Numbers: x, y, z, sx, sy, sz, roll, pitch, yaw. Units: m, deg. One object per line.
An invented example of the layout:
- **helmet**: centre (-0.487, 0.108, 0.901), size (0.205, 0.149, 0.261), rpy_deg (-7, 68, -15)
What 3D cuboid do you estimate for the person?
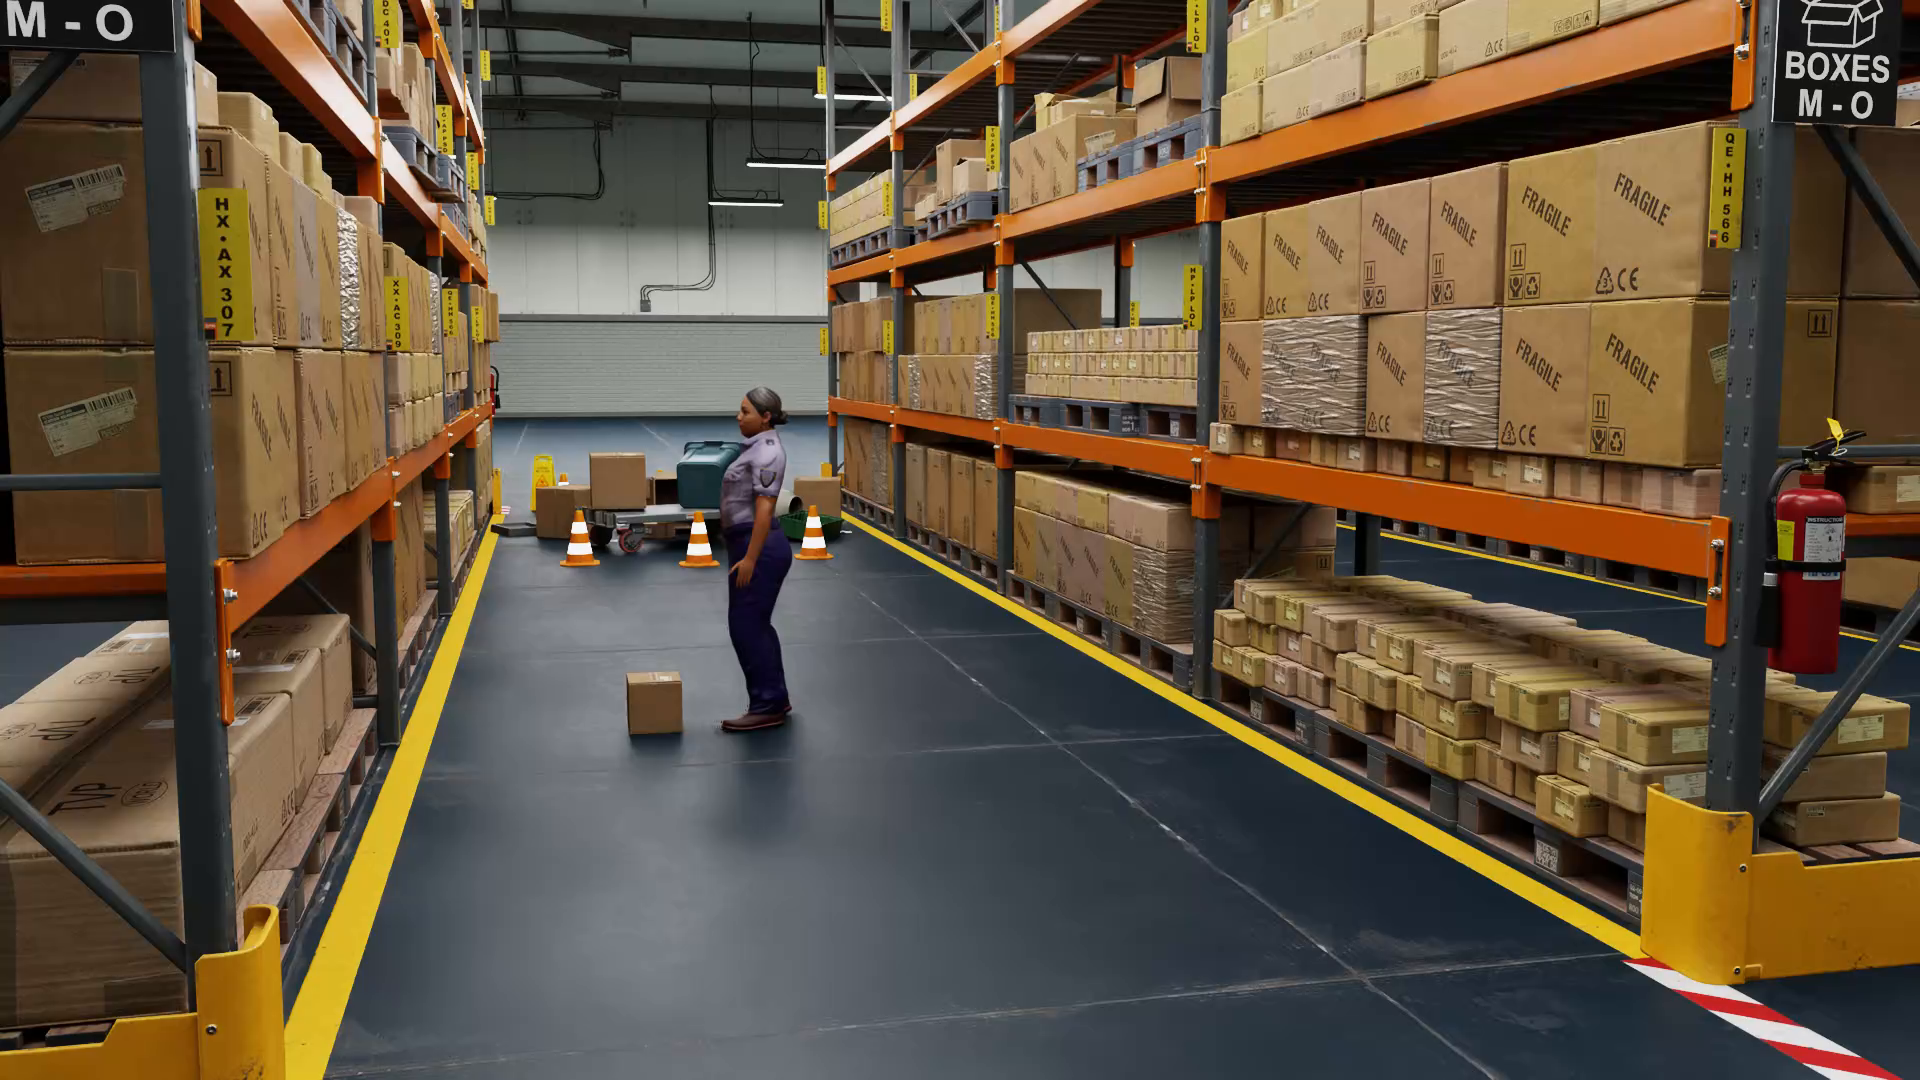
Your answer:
- **person**: centre (-0.987, 0.103, 8.034), size (0.370, 1.678, 0.475), rpy_deg (-1, 6, -12)
